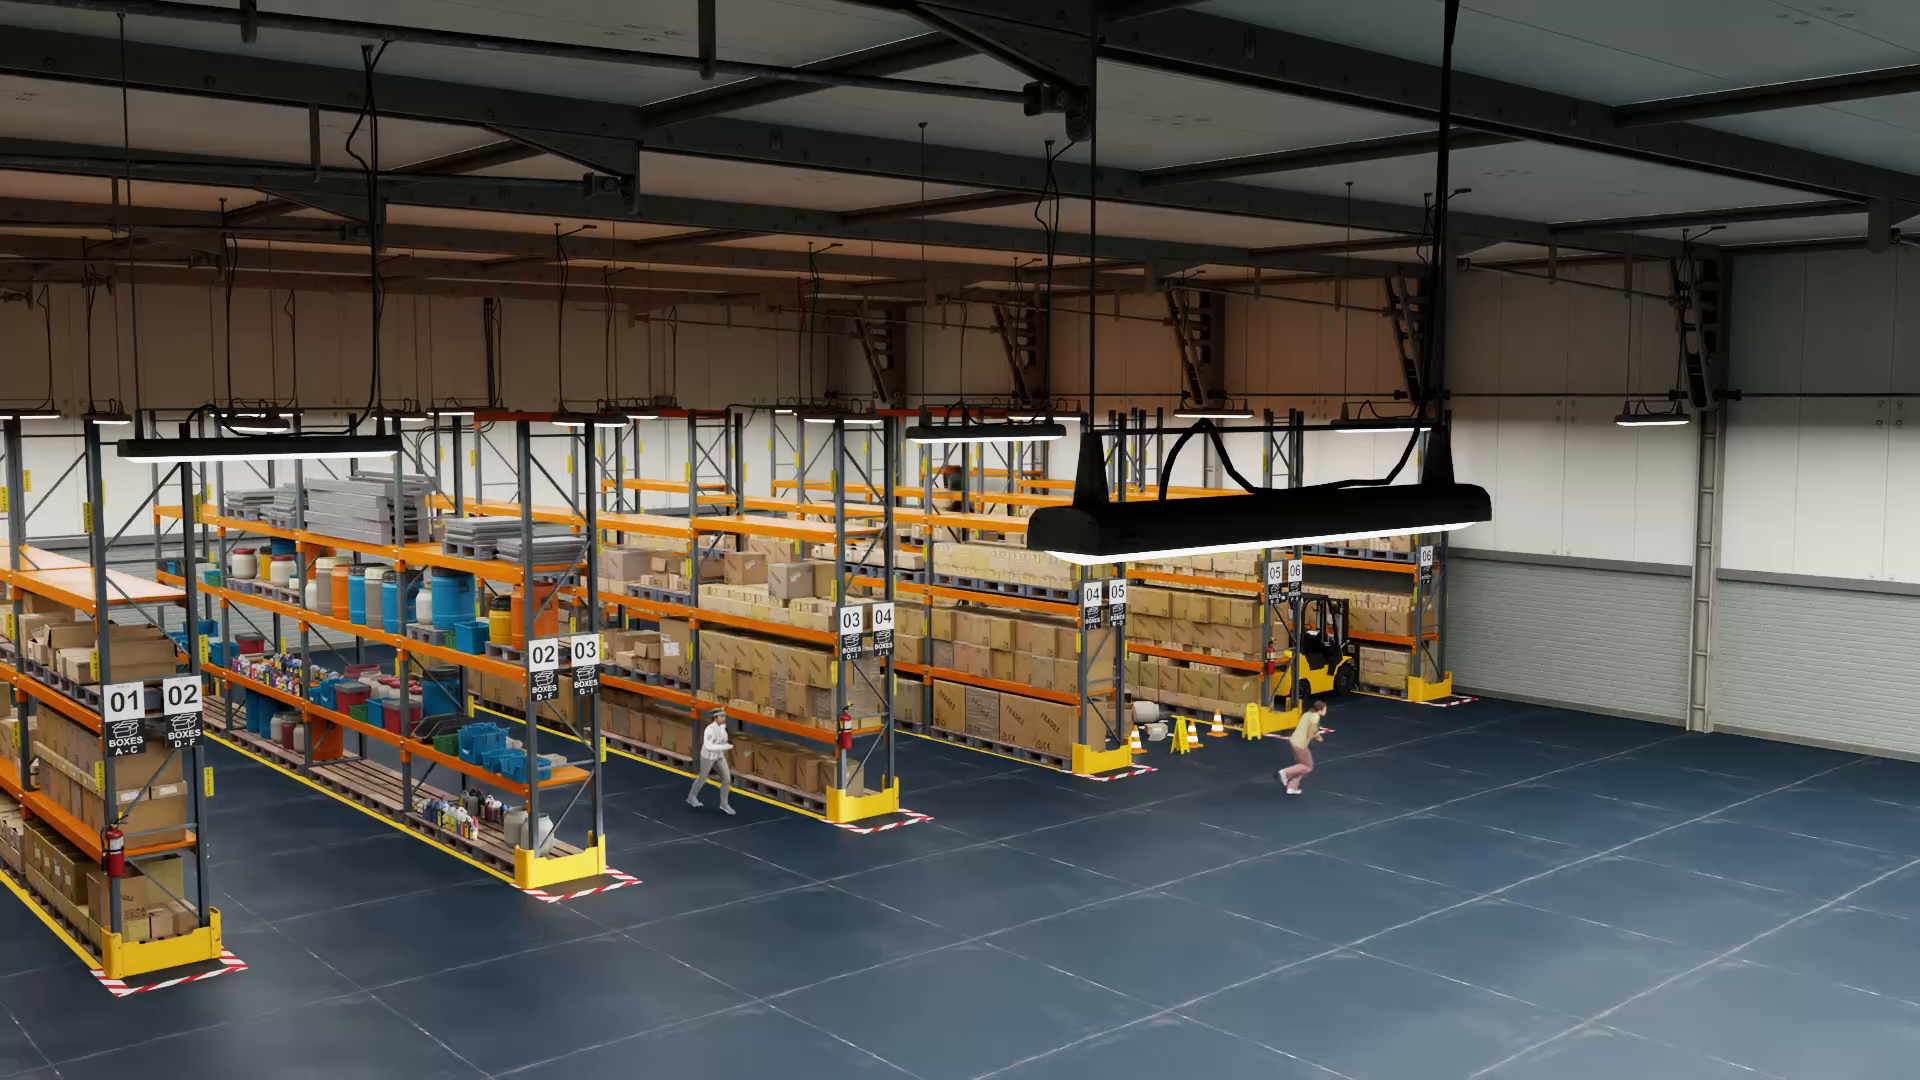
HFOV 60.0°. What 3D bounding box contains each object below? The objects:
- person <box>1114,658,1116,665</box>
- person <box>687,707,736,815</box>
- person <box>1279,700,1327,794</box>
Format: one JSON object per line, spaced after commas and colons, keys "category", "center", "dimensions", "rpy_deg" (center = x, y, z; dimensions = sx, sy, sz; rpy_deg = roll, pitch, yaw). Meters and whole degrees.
{"category": "person", "center": [3.262, 1.897, 37.547], "dimensions": [1.014, 1.813, 0.703], "rpy_deg": [5, 7, 44]}
{"category": "person", "center": [-3.748, 3.309, 25.124], "dimensions": [0.942, 1.663, 0.599], "rpy_deg": [4, 6, 36]}
{"category": "person", "center": [5.436, 3.290, 26.305], "dimensions": [0.785, 1.489, 0.600], "rpy_deg": [-1, 5, -13]}
